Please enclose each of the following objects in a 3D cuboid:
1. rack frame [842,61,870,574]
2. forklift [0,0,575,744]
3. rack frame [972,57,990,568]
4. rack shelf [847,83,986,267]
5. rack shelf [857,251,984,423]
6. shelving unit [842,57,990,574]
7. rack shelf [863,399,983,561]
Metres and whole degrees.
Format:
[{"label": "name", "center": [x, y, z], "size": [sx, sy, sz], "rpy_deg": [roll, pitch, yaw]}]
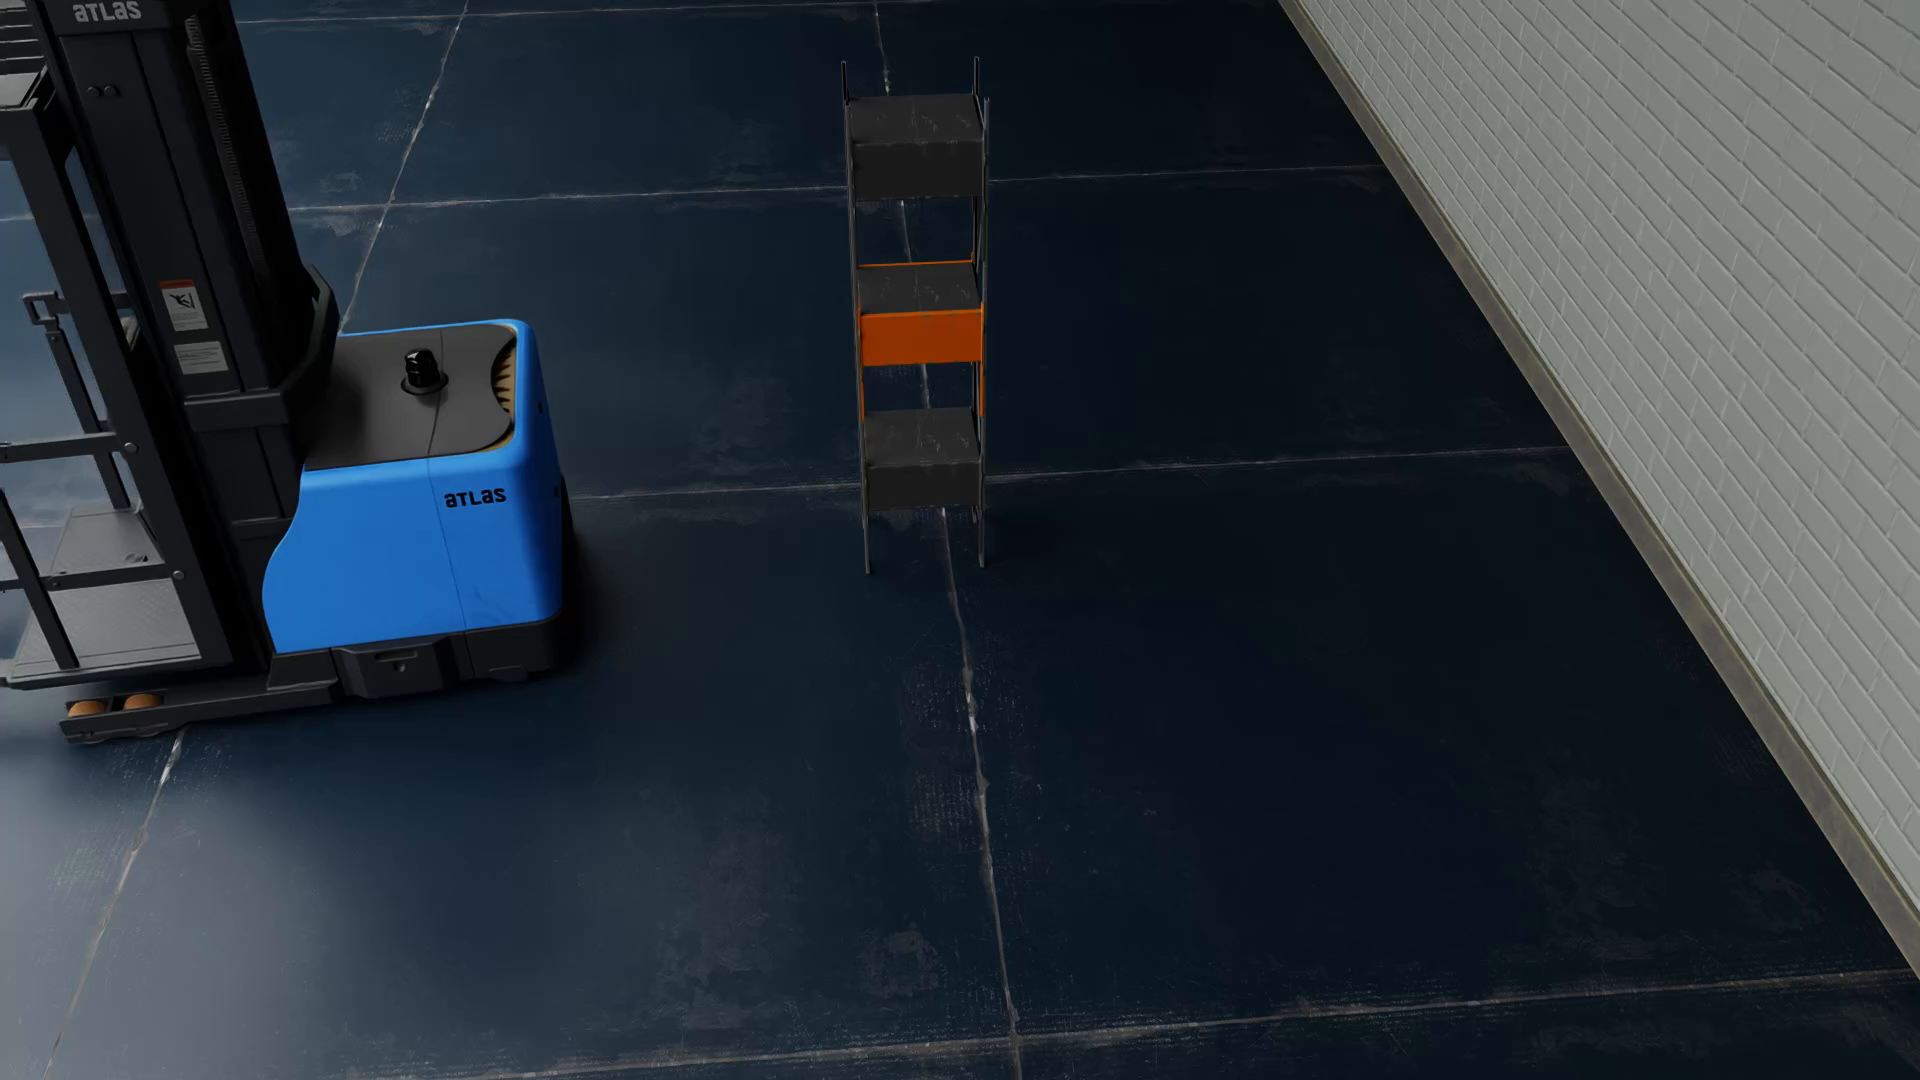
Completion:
[{"label": "rack frame", "center": [-0.408, -0.802, 6.571], "size": [0.015, 2.100, 0.400], "rpy_deg": [-3, 38, -4]}, {"label": "forklift", "center": [-3.093, -0.739, 5.820], "size": [3.031, 2.935, 1.130], "rpy_deg": [-7, 39, -9]}, {"label": "rack frame", "center": [0.078, -0.829, 6.605], "size": [0.015, 2.100, 0.400], "rpy_deg": [-3, 38, -4]}, {"label": "rack shelf", "center": [-0.165, -1.354, 6.163], "size": [0.480, 0.518, 0.431], "rpy_deg": [-3, 38, -4]}, {"label": "rack shelf", "center": [-0.165, -0.805, 6.597], "size": [0.480, 0.518, 0.431], "rpy_deg": [-3, 38, -4]}, {"label": "shelving unit", "center": [-0.165, -0.815, 6.588], "size": [0.503, 2.100, 0.431], "rpy_deg": [-3, 38, -4]}, {"label": "rack shelf", "center": [-0.165, -0.255, 7.030], "size": [0.480, 0.518, 0.431], "rpy_deg": [-3, 38, -4]}]
